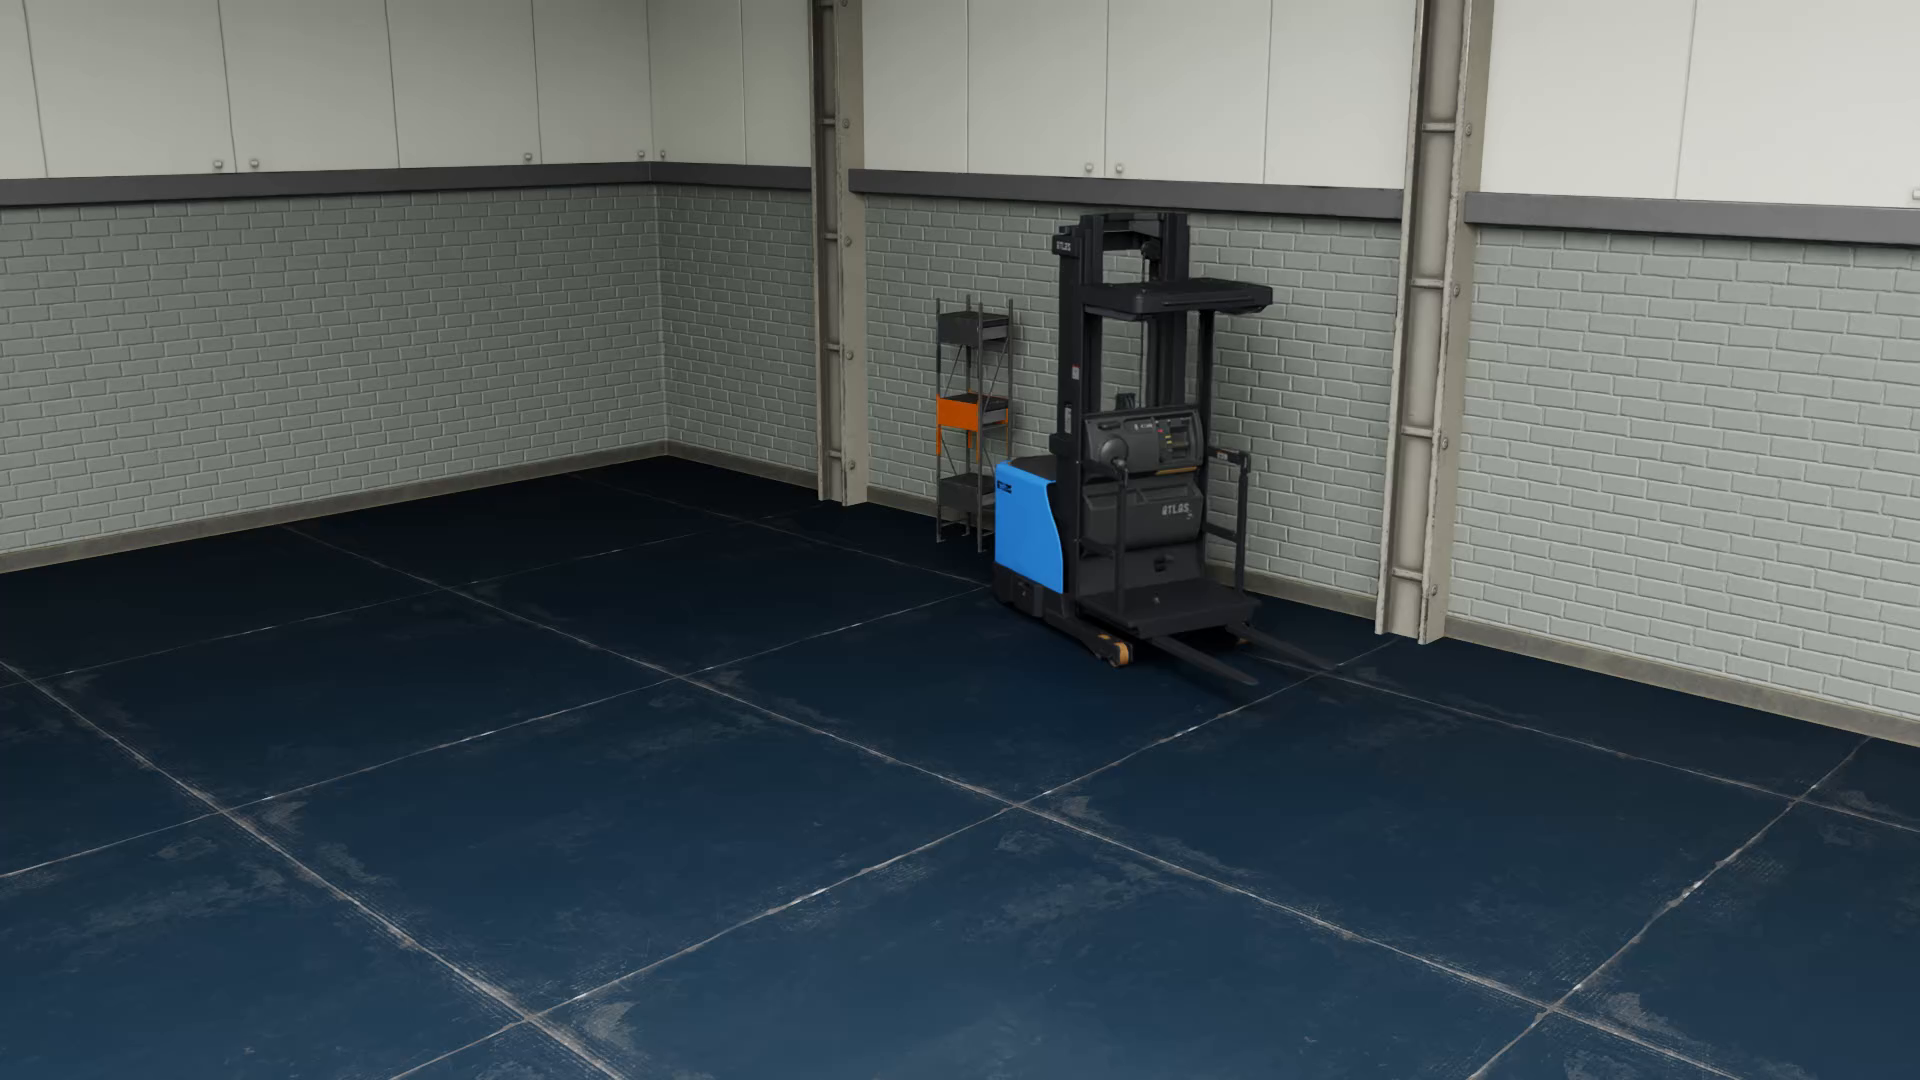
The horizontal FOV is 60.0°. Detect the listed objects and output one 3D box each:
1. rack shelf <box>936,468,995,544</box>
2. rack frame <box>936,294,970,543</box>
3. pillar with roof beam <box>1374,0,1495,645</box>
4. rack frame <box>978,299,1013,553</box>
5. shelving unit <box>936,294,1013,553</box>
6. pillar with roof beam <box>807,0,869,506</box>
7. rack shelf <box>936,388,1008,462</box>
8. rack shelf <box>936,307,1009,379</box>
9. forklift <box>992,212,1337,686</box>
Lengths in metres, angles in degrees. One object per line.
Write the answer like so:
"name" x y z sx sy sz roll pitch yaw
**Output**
"rack shelf" 0.119 -0.297 14.236 0.480 0.518 0.431 14 20 42
"rack frame" -0.056 -1.030 14.220 0.015 2.100 0.400 14 20 42
"pillar with roof beam" 0.221 -2.903 7.726 0.400 9.000 9.100 14 20 42
"rack frame" 0.295 -0.944 13.892 0.015 2.100 0.400 14 20 42
"shelving unit" 0.119 -0.987 14.056 0.503 2.100 0.431 14 20 42
"pillar with roof beam" -4.098 -3.953 11.756 0.400 9.000 9.100 14 20 42
"rack shelf" 0.119 -0.974 14.060 0.480 0.518 0.431 14 20 42
"rack shelf" 0.119 -1.651 13.883 0.480 0.518 0.431 14 20 42
"forklift" 1.376 -0.695 11.288 1.130 2.935 3.031 -8 16 -27
